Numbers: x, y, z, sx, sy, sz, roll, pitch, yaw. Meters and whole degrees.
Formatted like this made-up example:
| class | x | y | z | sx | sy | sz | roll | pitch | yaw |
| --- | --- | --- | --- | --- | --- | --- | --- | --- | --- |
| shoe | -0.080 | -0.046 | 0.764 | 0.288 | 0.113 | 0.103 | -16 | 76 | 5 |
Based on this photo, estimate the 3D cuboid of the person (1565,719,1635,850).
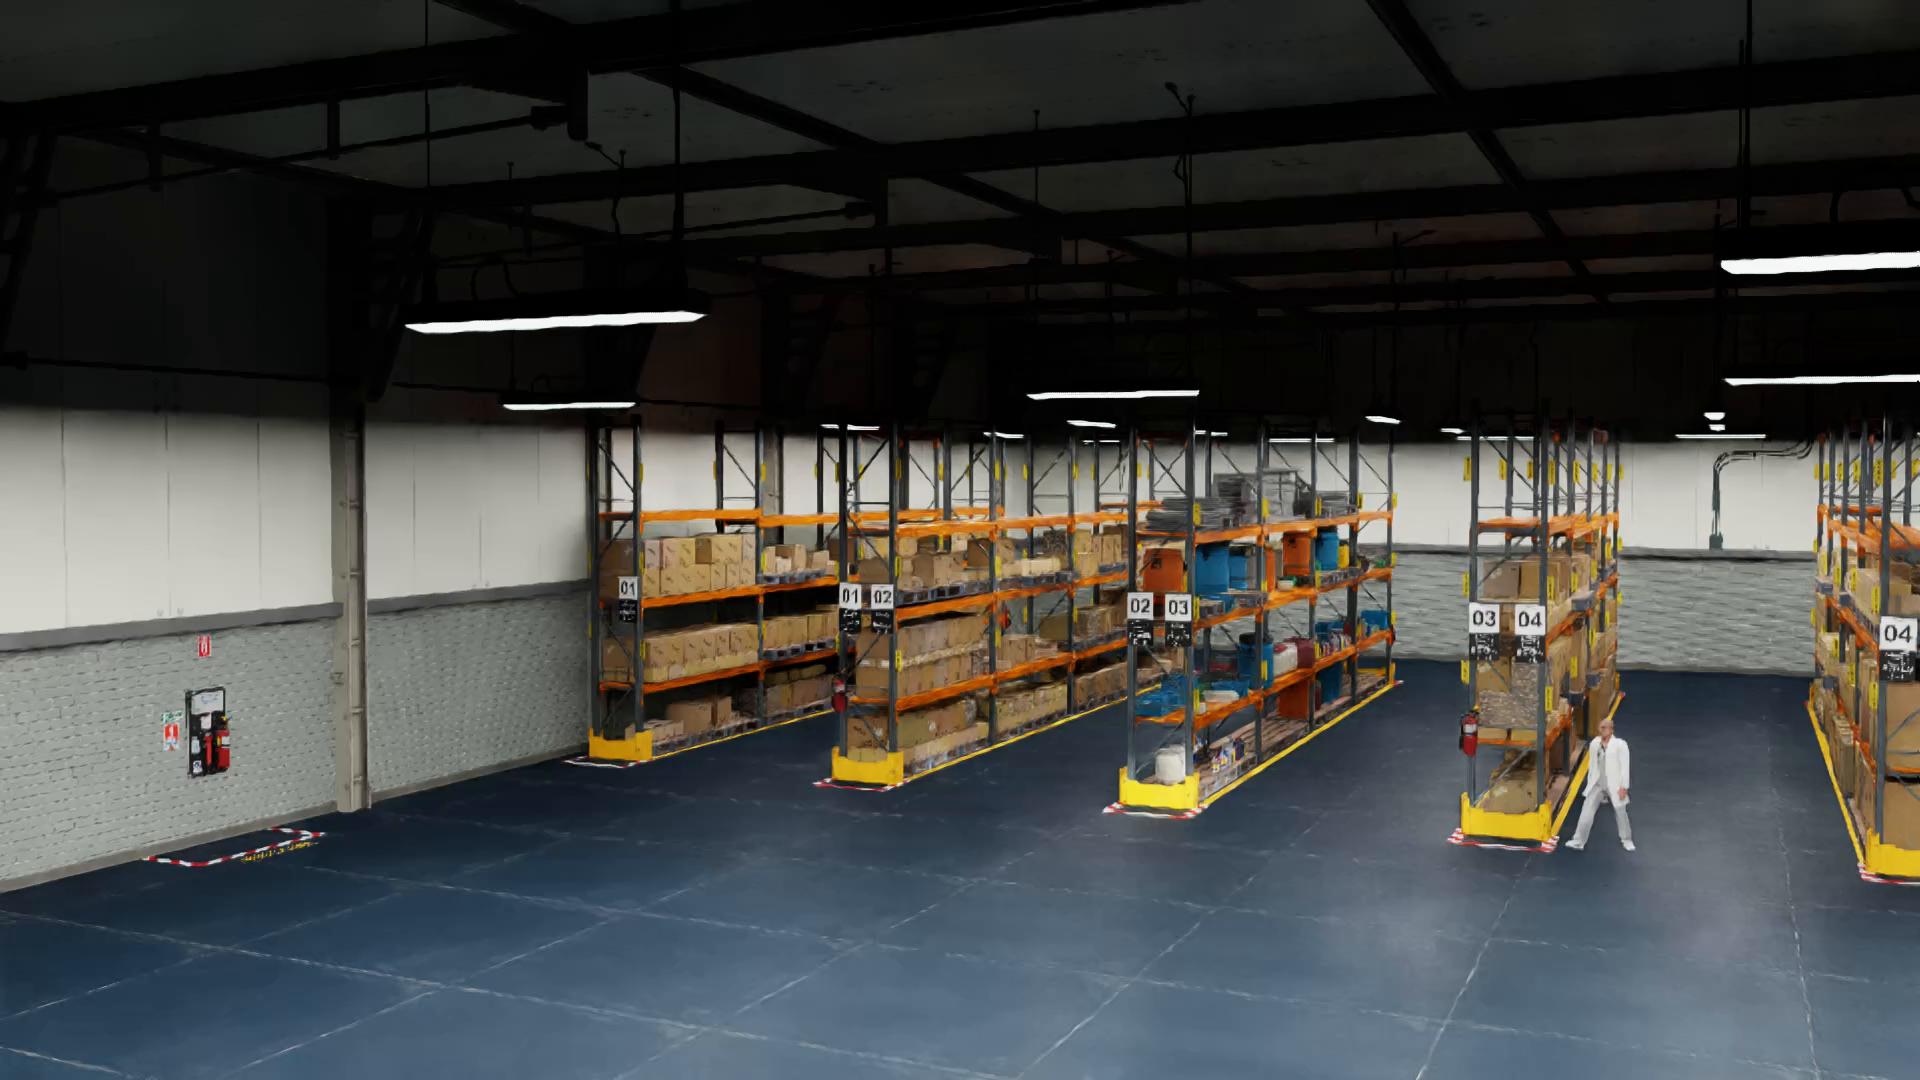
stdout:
| class | x | y | z | sx | sy | sz | roll | pitch | yaw |
| --- | --- | --- | --- | --- | --- | --- | --- | --- | --- |
| person | 8.473 | 3.307 | 21.865 | 0.961 | 1.533 | 0.633 | -2 | 3 | -43 |
